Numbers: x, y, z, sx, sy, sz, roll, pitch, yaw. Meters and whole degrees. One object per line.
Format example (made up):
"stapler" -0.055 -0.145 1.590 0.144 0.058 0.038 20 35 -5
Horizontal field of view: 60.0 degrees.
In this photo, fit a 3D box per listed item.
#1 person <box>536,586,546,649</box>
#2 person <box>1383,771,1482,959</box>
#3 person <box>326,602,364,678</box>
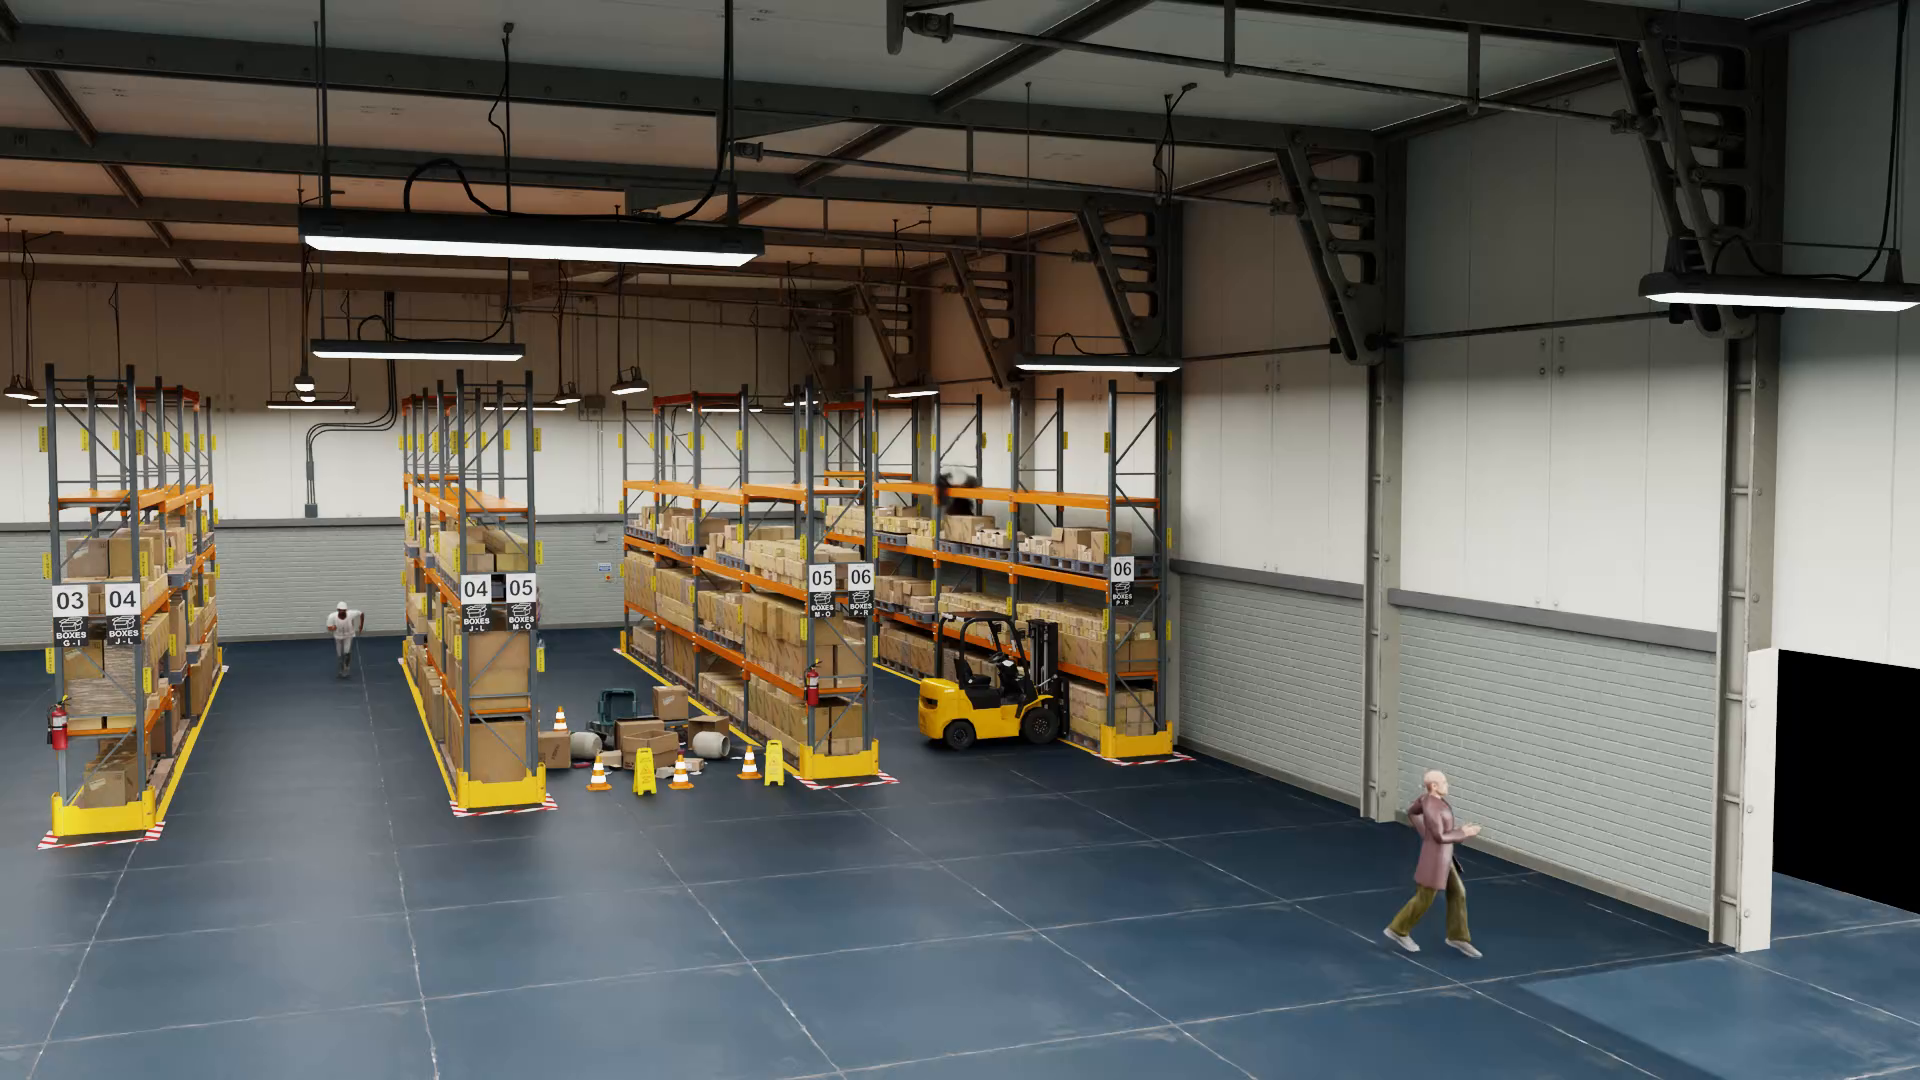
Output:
"person" -10.289 1.865 40.094 0.586 1.555 0.508 -1 3 -17
"person" 4.611 3.151 16.181 0.923 1.829 0.678 1 4 22
"person" -13.085 2.118 35.420 0.735 1.660 0.952 -1 3 -14
